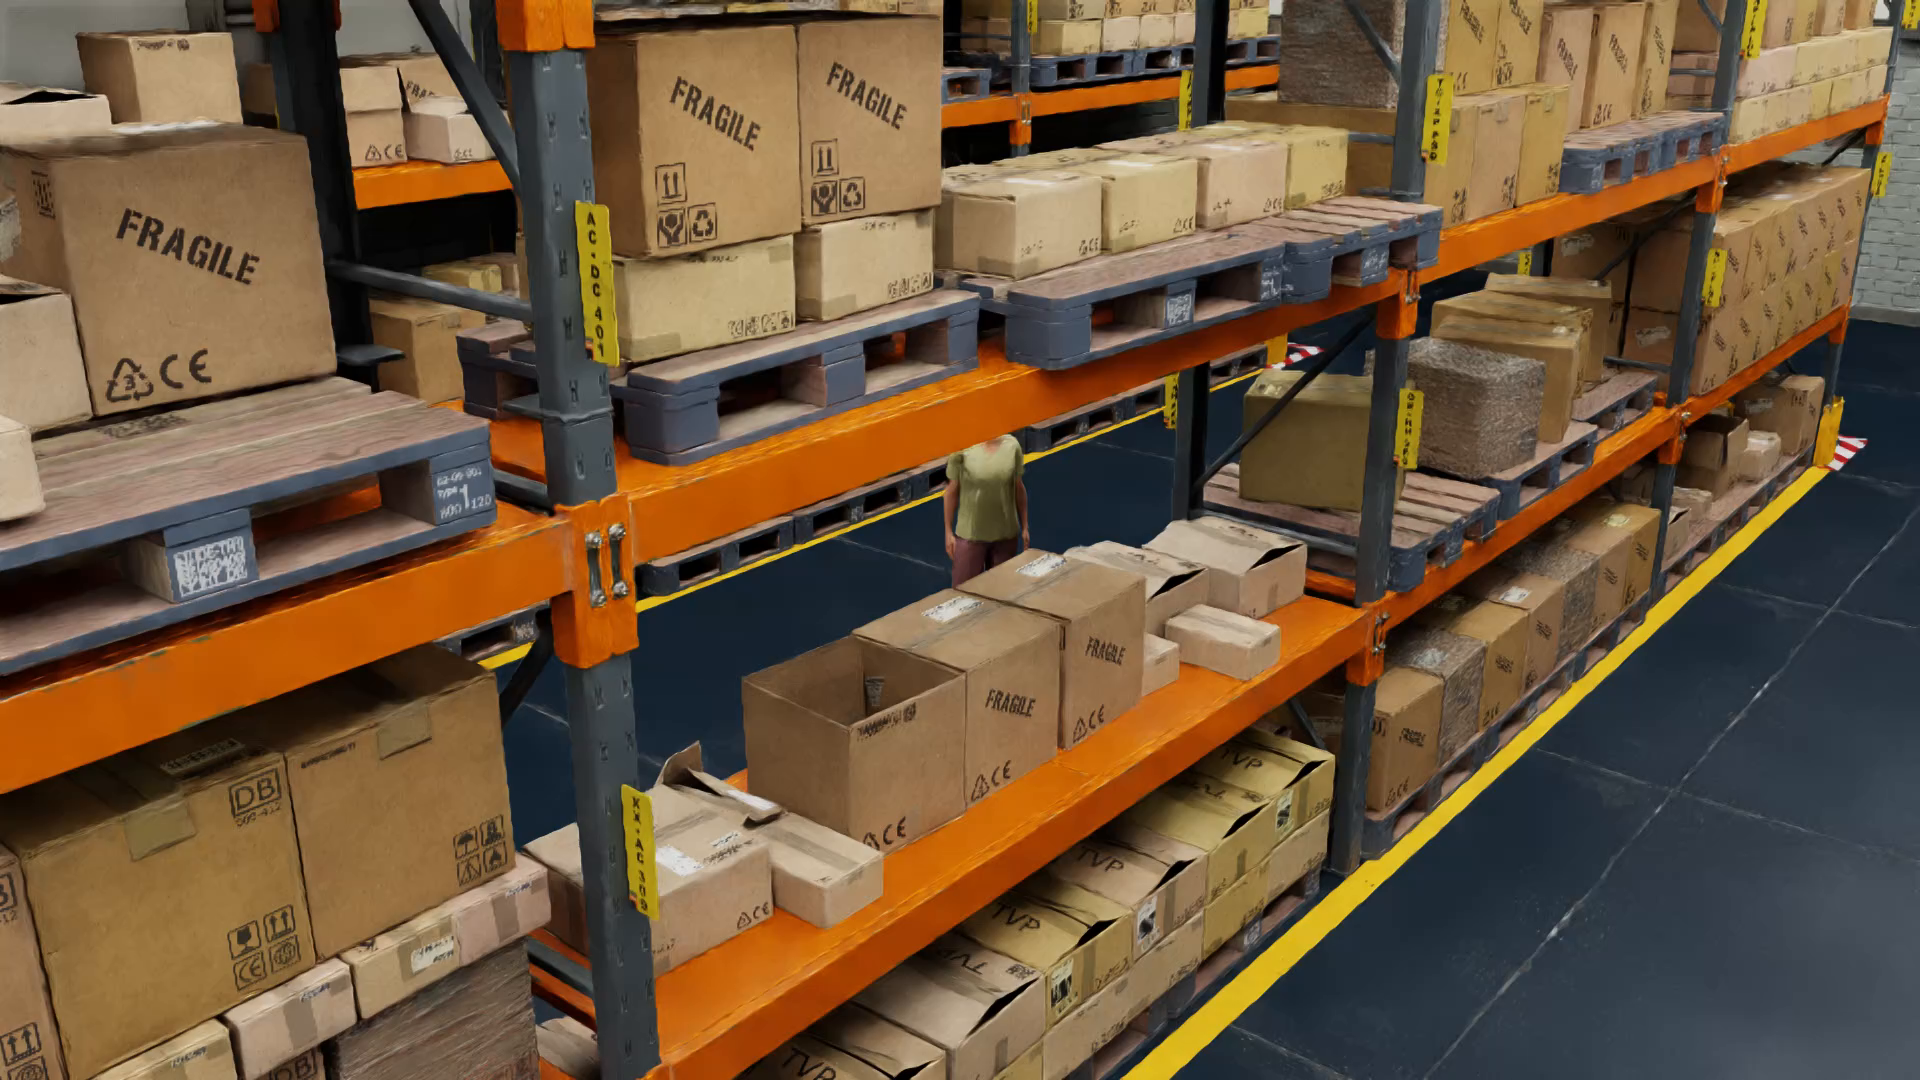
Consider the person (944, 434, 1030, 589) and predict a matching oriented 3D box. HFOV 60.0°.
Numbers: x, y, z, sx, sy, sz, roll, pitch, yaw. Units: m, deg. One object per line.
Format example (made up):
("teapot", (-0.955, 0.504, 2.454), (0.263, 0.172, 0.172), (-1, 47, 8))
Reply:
("person", (0.109, -0.009, 9.078), (0.587, 1.671, 0.420), (-6, 21, -16))
